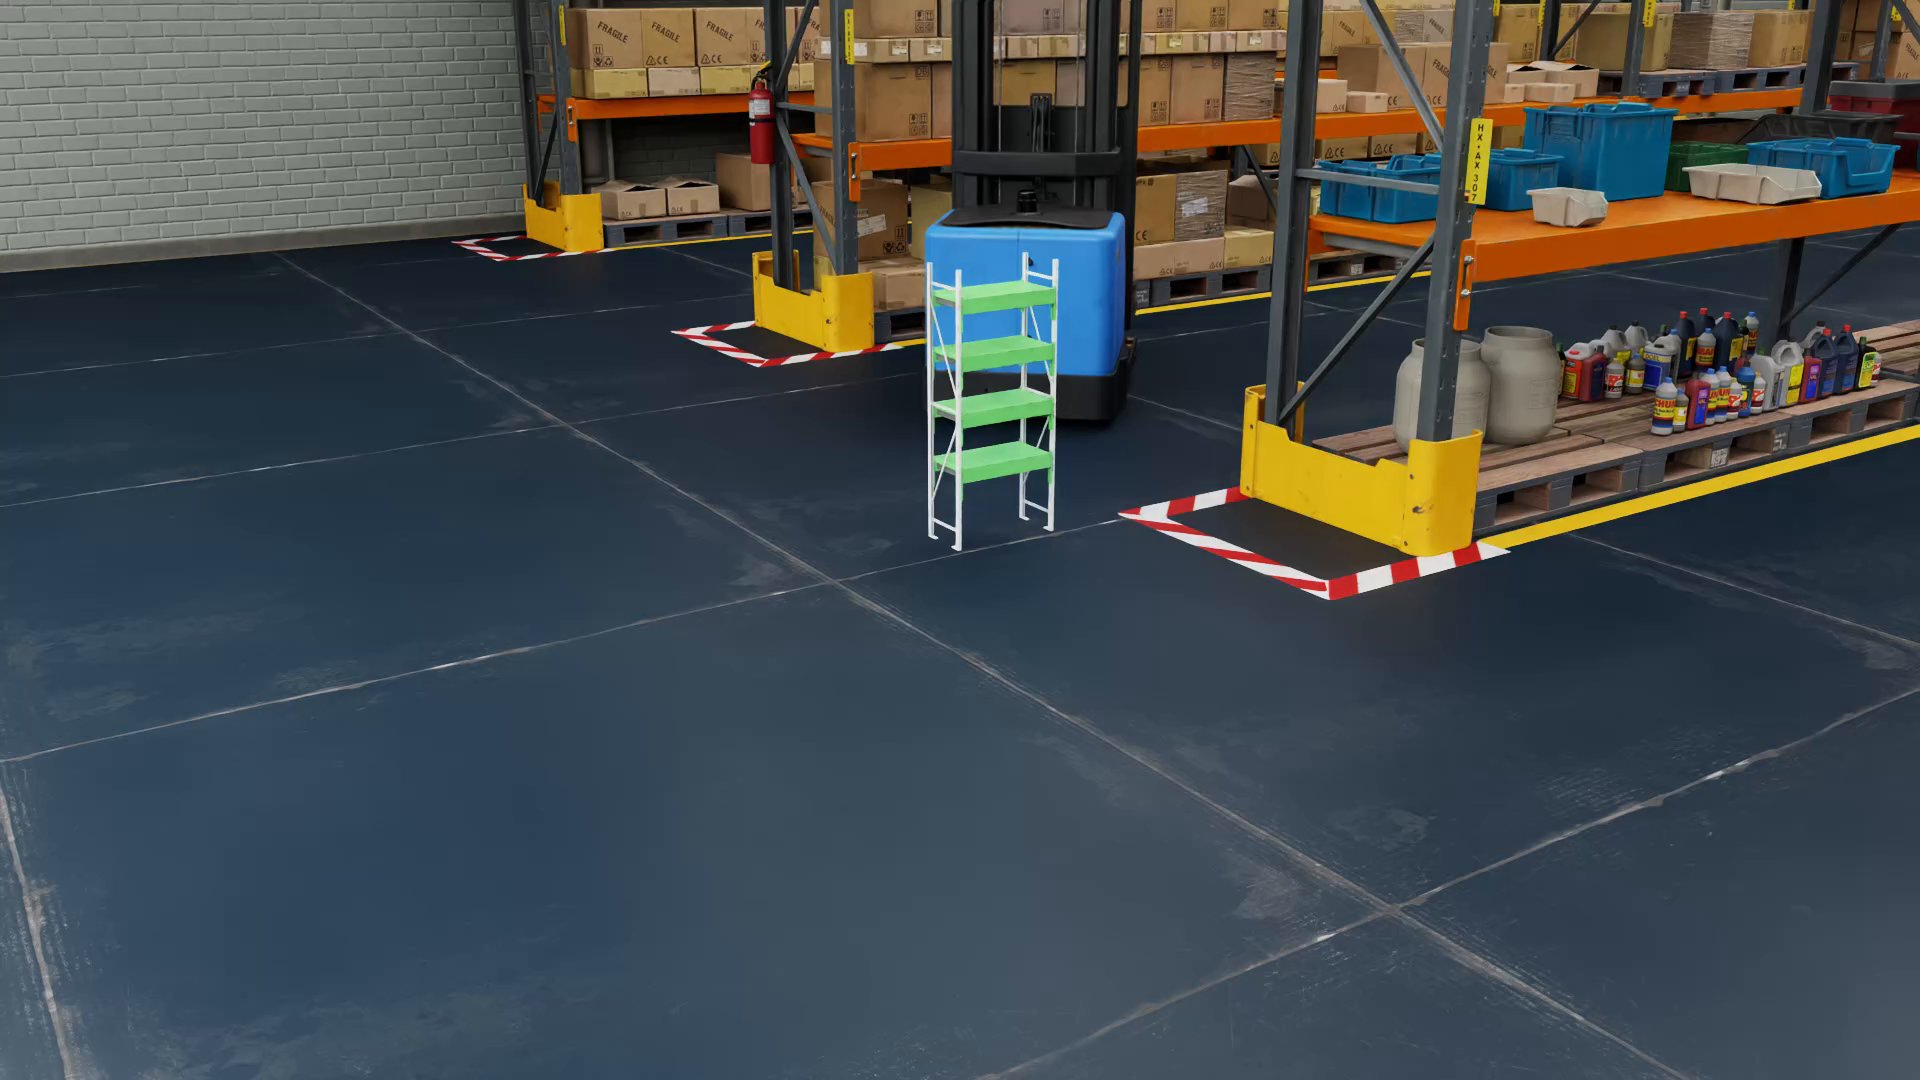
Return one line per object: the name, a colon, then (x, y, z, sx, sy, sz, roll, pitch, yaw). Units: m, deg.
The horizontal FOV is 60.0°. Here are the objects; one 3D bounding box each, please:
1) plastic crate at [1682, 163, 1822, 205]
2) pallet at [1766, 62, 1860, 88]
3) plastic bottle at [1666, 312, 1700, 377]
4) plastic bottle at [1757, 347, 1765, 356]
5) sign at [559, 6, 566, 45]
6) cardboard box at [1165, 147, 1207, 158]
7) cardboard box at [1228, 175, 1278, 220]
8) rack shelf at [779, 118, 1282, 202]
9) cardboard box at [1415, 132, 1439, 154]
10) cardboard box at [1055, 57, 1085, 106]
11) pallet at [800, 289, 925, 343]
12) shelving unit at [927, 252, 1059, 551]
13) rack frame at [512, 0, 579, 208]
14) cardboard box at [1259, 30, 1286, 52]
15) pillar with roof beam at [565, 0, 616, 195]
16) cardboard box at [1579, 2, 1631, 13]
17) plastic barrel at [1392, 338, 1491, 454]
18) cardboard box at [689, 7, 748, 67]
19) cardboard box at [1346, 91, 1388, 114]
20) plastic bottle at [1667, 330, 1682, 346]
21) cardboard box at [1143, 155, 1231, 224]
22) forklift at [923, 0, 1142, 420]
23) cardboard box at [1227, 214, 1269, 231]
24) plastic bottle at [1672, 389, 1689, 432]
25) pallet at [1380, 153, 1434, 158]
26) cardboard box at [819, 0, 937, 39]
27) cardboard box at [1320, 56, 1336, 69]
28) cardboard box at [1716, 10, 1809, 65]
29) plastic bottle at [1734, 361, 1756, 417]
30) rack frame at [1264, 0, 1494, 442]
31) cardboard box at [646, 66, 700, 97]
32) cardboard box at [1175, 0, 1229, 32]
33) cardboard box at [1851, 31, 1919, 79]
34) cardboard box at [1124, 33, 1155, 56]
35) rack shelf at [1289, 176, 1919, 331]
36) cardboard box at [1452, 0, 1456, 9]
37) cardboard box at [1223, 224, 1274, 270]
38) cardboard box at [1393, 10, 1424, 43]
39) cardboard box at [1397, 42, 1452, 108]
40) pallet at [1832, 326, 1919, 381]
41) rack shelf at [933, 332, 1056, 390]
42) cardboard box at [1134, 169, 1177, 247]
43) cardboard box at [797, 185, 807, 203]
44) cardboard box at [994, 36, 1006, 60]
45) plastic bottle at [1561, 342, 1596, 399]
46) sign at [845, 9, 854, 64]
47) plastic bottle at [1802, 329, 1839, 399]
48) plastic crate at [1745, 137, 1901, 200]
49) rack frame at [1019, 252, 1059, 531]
plastic crate: (3.858, -1.727, 8.083, 0.437, 0.136, 0.530, -12, 22, -31)
pallet: (8.308, -4.738, 16.877, 1.213, 0.211, 1.003, -12, 22, -31)
plastic bottle: (4.015, -1.095, 9.250, 0.185, 0.351, 0.144, -13, 23, -34)
plastic bottle: (4.188, -0.869, 8.687, 0.133, 0.283, 0.061, -12, 22, -31)
sign: (-3.416, -4.417, 14.273, 0.005, 0.325, 0.100, -12, 22, -31)
cardboard box: (2.394, -4.444, 18.923, 0.500, 0.500, 0.700, -12, 22, -31)
cardboard box: (2.534, -2.842, 13.729, 0.500, 0.311, 0.500, -12, 22, -31)
rack shelf: (0.683, -2.839, 12.081, 4.000, 0.370, 1.077, -12, 22, -31)
cardboard box: (5.836, -5.297, 20.929, 0.750, 0.750, 0.750, -12, 22, -31)
cardboard box: (0.701, -3.227, 11.950, 0.500, 0.500, 0.700, -11, 22, -30)
pallet: (-0.371, -1.652, 11.802, 1.213, 0.211, 1.003, -12, 22, -31)
shelving unit: (0.138, -0.598, 7.139, 0.503, 1.200, 0.258, -12, 22, -31)
rack frame: (-3.715, -4.152, 14.841, 0.127, 3.000, 1.000, -12, 22, -31)
cardboard box: (2.244, -3.781, 12.577, 0.250, 0.149, 0.380, -12, 22, -31)
pillar with roof beam: (-1.238, -6.197, 11.523, 0.400, 9.000, 9.100, -12, 22, -31)
cardboard box: (8.626, -6.888, 22.468, 0.700, 0.700, 0.980, -12, 22, -32)
plastic barrel: (2.242, -0.658, 7.737, 0.421, 0.512, 0.421, 0, 19, 0)
cardboard box: (-2.297, -4.623, 15.267, 0.500, 0.500, 0.500, -13, 22, -33)
cardboard box: (3.206, -3.514, 13.348, 0.250, 0.149, 0.380, -12, 22, -31)
plastic bottle: (3.912, -1.022, 9.157, 0.097, 0.271, 0.097, 0, 19, 0)
cardboard box: (1.794, -2.785, 13.267, 0.500, 0.500, 0.500, -12, 22, -31)
forklift: (0.532, -2.463, 9.954, 1.130, 2.935, 3.031, 3, 19, 8)
cardboard box: (2.541, -2.579, 13.826, 0.500, 0.250, 0.500, -12, 22, -32)
plastic bottle: (3.506, -0.639, 8.133, 0.097, 0.201, 0.097, 0, 19, 0)
pallet: (5.704, -4.788, 21.078, 1.213, 0.211, 1.003, -12, 22, -31)
cardboard box: (-0.546, -3.577, 10.961, 0.500, 0.500, 0.700, -12, 22, -31)
cardboard box: (4.207, -5.639, 19.601, 0.250, 0.149, 0.380, -11, 22, -30)
cardboard box: (7.977, -5.025, 16.614, 0.500, 0.500, 0.700, -8, 20, -23)
plastic bottle: (3.959, -0.767, 8.404, 0.097, 0.271, 0.097, 0, 19, 0)
rack frame: (1.734, -1.502, 7.003, 0.127, 3.000, 1.000, -12, 22, -31)
cardboard box: (-2.707, -4.186, 15.147, 0.500, 0.250, 0.500, -13, 22, -33)
cardboard box: (1.565, -4.025, 12.284, 0.500, 0.500, 0.700, -12, 22, -32)
cardboard box: (9.611, -5.005, 17.210, 0.500, 0.500, 0.500, -11, 22, -30)
cardboard box: (1.183, -3.558, 11.916, 0.250, 0.149, 0.380, -11, 22, -30)
rack shelf: (3.404, -1.513, 8.160, 4.000, 0.370, 1.077, -12, 22, -31)
cardboard box: (6.058, -6.668, 20.461, 0.500, 0.250, 0.500, -11, 22, -30)
cardboard box: (2.086, -2.288, 12.966, 0.500, 0.250, 0.500, -12, 22, -31)
cardboard box: (5.216, -6.136, 20.058, 0.500, 0.500, 0.500, -12, 22, -31)
cardboard box: (3.862, -3.891, 13.915, 0.500, 0.500, 0.500, -12, 22, -31)
pallet: (5.709, -1.034, 9.973, 1.213, 0.211, 1.003, -12, 22, -31)
rack shelf: (0.138, -0.764, 7.082, 0.480, 0.148, 0.258, -12, 22, -31)
cardboard box: (1.247, -2.469, 12.332, 0.500, 0.500, 0.500, -12, 22, -31)
cardboard box: (-1.721, -3.438, 16.494, 0.250, 0.149, 0.380, -14, 23, -36)
cardboard box: (0.099, -3.328, 11.236, 0.250, 0.149, 0.380, -12, 22, -32)
plastic bottle: (3.252, -0.898, 8.782, 0.135, 0.276, 0.152, -12, 22, -31)
sign: (-0.687, -3.125, 10.330, 0.005, 0.325, 0.100, -12, 22, -31)
plastic bottle: (4.535, -0.935, 8.777, 0.185, 0.351, 0.144, -13, 23, -34)
plastic crate: (4.300, -1.868, 8.319, 0.616, 0.251, 0.499, -12, 22, -31)
rack frame: (0.342, -0.641, 7.266, 0.015, 1.200, 0.240, -12, 22, -31)
